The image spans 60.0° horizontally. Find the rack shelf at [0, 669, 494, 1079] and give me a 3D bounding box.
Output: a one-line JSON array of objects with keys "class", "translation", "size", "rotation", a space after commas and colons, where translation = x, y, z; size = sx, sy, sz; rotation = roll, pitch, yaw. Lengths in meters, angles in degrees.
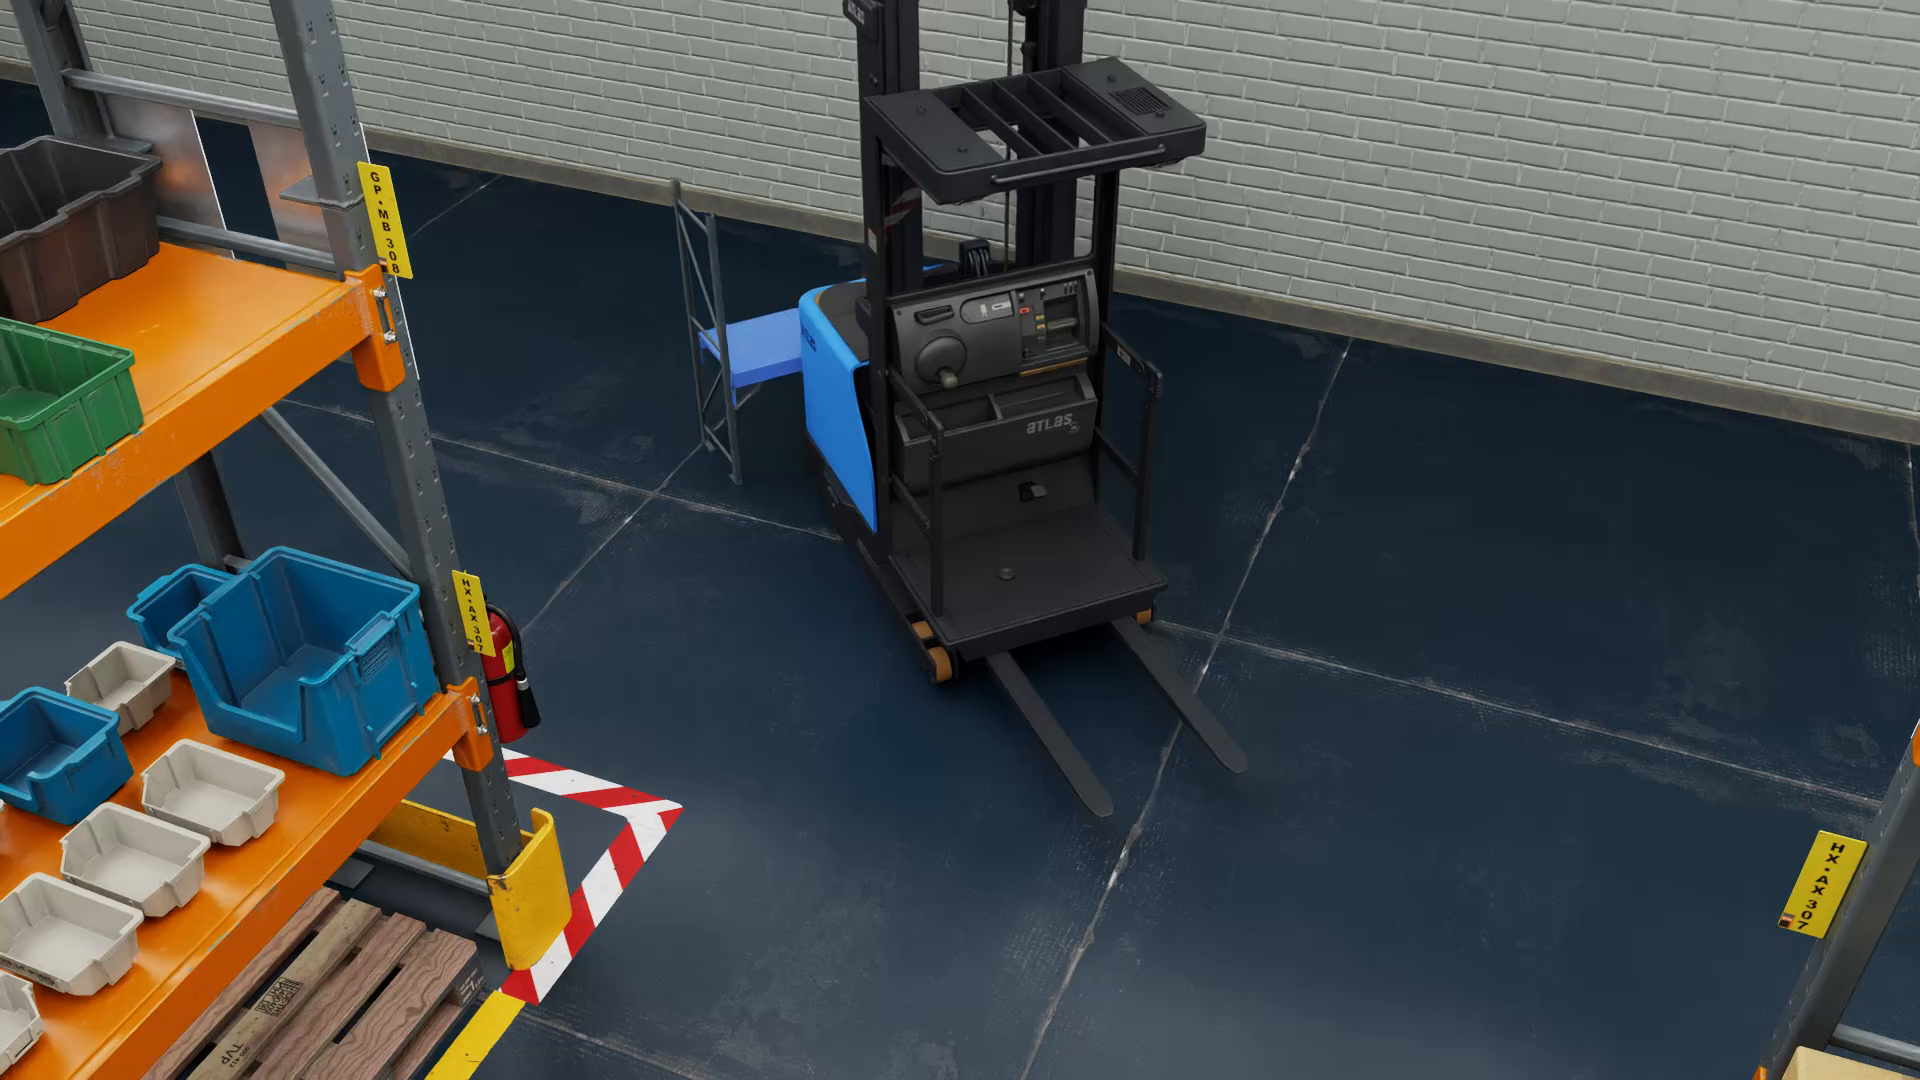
[{"class": "rack shelf", "translation": [-2.822, 1.581, 4.230], "size": [1.077, 0.370, 4.000], "rotation": [14, 39, 18]}]

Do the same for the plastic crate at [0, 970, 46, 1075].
[{"class": "plastic crate", "translation": [-2.507, 1.245, 4.249], "size": [0.298, 0.136, 0.250], "rotation": [14, 39, 18]}]

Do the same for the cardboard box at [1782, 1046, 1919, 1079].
[{"class": "cardboard box", "translation": [2.087, 1.459, 3.669], "size": [0.500, 0.250, 0.500], "rotation": [13, 39, 17]}]

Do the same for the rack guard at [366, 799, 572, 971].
[{"class": "rack guard", "translation": [-2.064, 1.171, 6.266], "size": [1.175, 0.500, 0.348], "rotation": [14, 39, 18]}]

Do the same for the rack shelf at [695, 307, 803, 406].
[{"class": "rack shelf", "translation": [-0.817, -1.018, 8.650], "size": [1.000, 0.185, 0.538], "rotation": [-18, 39, -22]}]

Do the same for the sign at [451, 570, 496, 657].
[{"class": "sign", "translation": [-1.546, 0.237, 5.292], "size": [0.100, 0.325, 0.005], "rotation": [14, 39, 18]}]

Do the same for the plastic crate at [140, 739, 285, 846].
[{"class": "plastic crate", "translation": [-2.204, 0.760, 4.898], "size": [0.396, 0.136, 0.243], "rotation": [14, 39, 18]}]

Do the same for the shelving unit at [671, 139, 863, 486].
[{"class": "shelving unit", "translation": [-0.819, -1.165, 8.546], "size": [1.048, 1.500, 0.538], "rotation": [-18, 39, -22]}]

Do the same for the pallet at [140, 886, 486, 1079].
[{"class": "pallet", "translation": [-2.411, 1.750, 5.732], "size": [1.003, 0.211, 1.213], "rotation": [14, 39, 18]}]

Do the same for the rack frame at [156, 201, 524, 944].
[{"class": "rack frame", "translation": [-2.061, 0.186, 5.496], "size": [1.000, 3.000, 0.127], "rotation": [14, 39, 18]}]

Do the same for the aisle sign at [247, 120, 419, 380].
[{"class": "aisle sign", "translation": [-1.763, -0.829, 4.682], "size": [0.394, 0.787, 0.004], "rotation": [14, 39, 18]}]

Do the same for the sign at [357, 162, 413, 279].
[{"class": "sign", "translation": [-1.546, -0.858, 4.474], "size": [0.100, 0.325, 0.005], "rotation": [14, 39, 18]}]

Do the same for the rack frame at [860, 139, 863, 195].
[{"class": "rack frame", "translation": [-0.371, -1.309, 8.739], "size": [0.032, 1.500, 0.500], "rotation": [-18, 39, -22]}]

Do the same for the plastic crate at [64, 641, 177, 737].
[{"class": "plastic crate", "translation": [-2.658, 0.488, 5.262], "size": [0.250, 0.136, 0.298], "rotation": [14, 39, 18]}]

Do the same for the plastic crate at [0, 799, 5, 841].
[{"class": "plastic crate", "translation": [-2.916, 0.863, 4.760], "size": [0.250, 0.136, 0.298], "rotation": [14, 39, 18]}]

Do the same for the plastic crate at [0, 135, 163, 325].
[{"class": "plastic crate", "translation": [-2.465, -0.814, 4.437], "size": [0.497, 0.269, 0.590], "rotation": [14, 39, 18]}]

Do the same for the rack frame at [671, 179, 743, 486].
[{"class": "rack frame", "translation": [-1.267, -1.020, 8.353], "size": [0.032, 1.500, 0.500], "rotation": [-18, 39, -22]}]

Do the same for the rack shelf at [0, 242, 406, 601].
[{"class": "rack shelf", "translation": [-2.822, 0.380, 3.332], "size": [1.077, 0.370, 4.000], "rotation": [14, 39, 18]}]

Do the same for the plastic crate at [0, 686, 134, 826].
[{"class": "plastic crate", "translation": [-2.710, 0.655, 4.958], "size": [0.416, 0.233, 0.300], "rotation": [14, 39, 18]}]

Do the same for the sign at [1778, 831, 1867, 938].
[{"class": "sign", "translation": [2.008, 0.806, 3.877], "size": [0.100, 0.325, 0.005], "rotation": [14, 39, 18]}]

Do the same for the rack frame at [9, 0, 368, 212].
[{"class": "rack frame", "translation": [-2.061, -2.217, 3.700], "size": [1.000, 3.000, 0.127], "rotation": [14, 39, 18]}]

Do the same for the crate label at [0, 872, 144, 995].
[{"class": "crate label", "translation": [-2.411, 1.077, 4.474], "size": [0.396, 0.136, 0.243], "rotation": [14, 39, 18]}]

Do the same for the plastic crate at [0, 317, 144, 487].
[{"class": "plastic crate", "translation": [-2.172, -0.320, 3.844], "size": [0.450, 0.188, 0.336], "rotation": [14, 39, 18]}]

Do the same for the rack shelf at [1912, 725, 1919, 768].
[{"class": "rack shelf", "translation": [1.758, 1.508, 1.823], "size": [1.077, 0.370, 4.000], "rotation": [14, 39, 18]}]

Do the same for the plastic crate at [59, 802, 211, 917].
[{"class": "plastic crate", "translation": [-2.328, 0.917, 4.688], "size": [0.396, 0.136, 0.243], "rotation": [14, 39, 18]}]

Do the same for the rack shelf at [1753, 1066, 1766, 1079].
[{"class": "rack shelf", "translation": [1.758, 2.709, 2.721], "size": [1.077, 0.370, 4.000], "rotation": [14, 39, 18]}]

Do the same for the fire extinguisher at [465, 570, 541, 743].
[{"class": "fire extinguisher", "translation": [-1.584, 0.386, 5.604], "size": [0.296, 0.674, 0.183], "rotation": [14, 39, 18]}]

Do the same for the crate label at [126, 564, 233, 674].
[{"class": "crate label", "translation": [-2.460, 0.290, 5.446], "size": [0.416, 0.233, 0.303], "rotation": [14, 39, 18]}]

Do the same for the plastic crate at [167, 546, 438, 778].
[{"class": "plastic crate", "translation": [-2.016, 0.375, 5.163], "size": [0.616, 0.435, 0.499], "rotation": [14, 39, 18]}]

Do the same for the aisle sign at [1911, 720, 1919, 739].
[{"class": "aisle sign", "translation": [2.269, 0.164, 3.353], "size": [0.394, 0.787, 0.004], "rotation": [14, 39, 18]}]

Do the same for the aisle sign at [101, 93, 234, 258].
[{"class": "aisle sign", "translation": [-2.309, -0.963, 4.862], "size": [0.394, 0.787, 0.004], "rotation": [14, 39, 18]}]

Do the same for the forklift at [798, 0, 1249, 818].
[{"class": "forklift", "translation": [0.248, -0.830, 6.912], "size": [1.130, 2.935, 3.031], "rotation": [-15, 39, -19]}]
